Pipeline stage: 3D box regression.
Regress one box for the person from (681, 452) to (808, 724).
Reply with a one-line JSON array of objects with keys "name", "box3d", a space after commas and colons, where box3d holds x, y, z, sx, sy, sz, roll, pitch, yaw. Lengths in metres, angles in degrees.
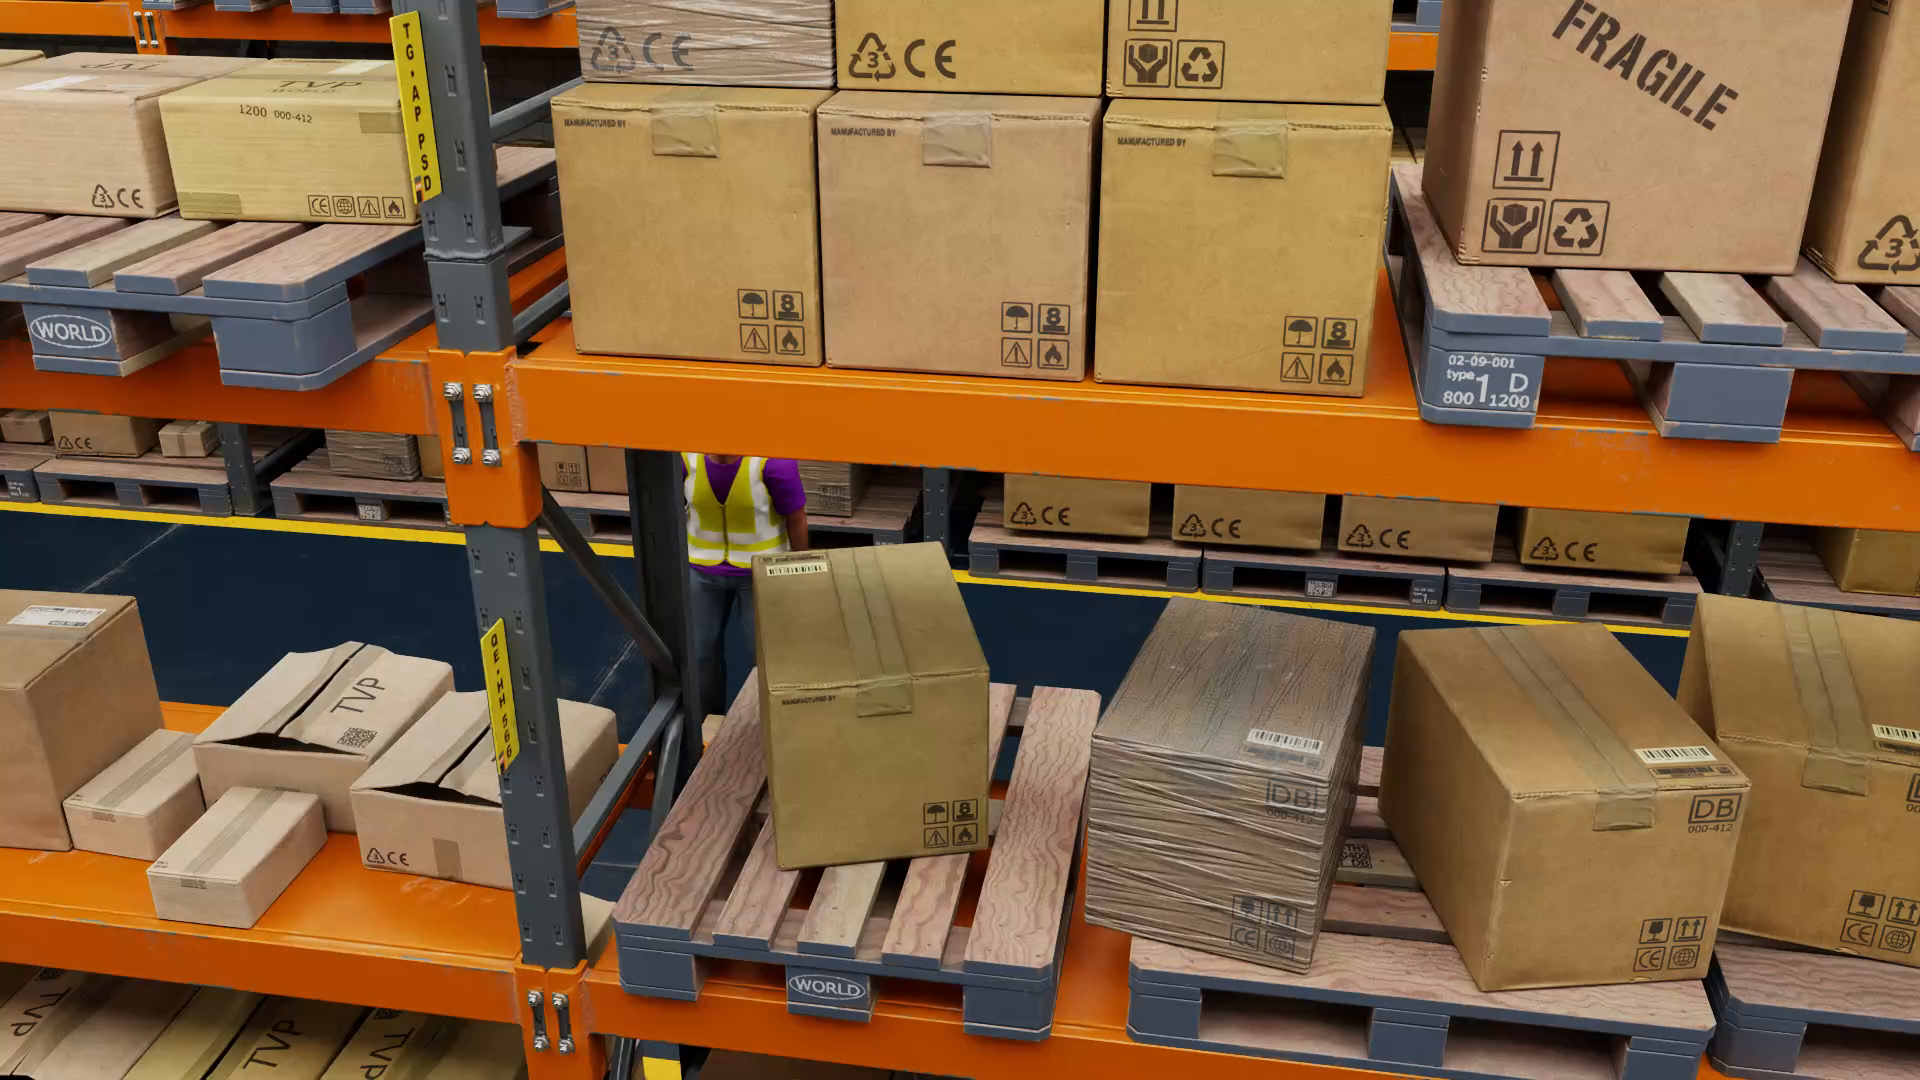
[{"name": "person", "box3d": [-0.931, 0.127, 6.809, 0.627, 1.761, 0.461, 4, 25, 8]}]
